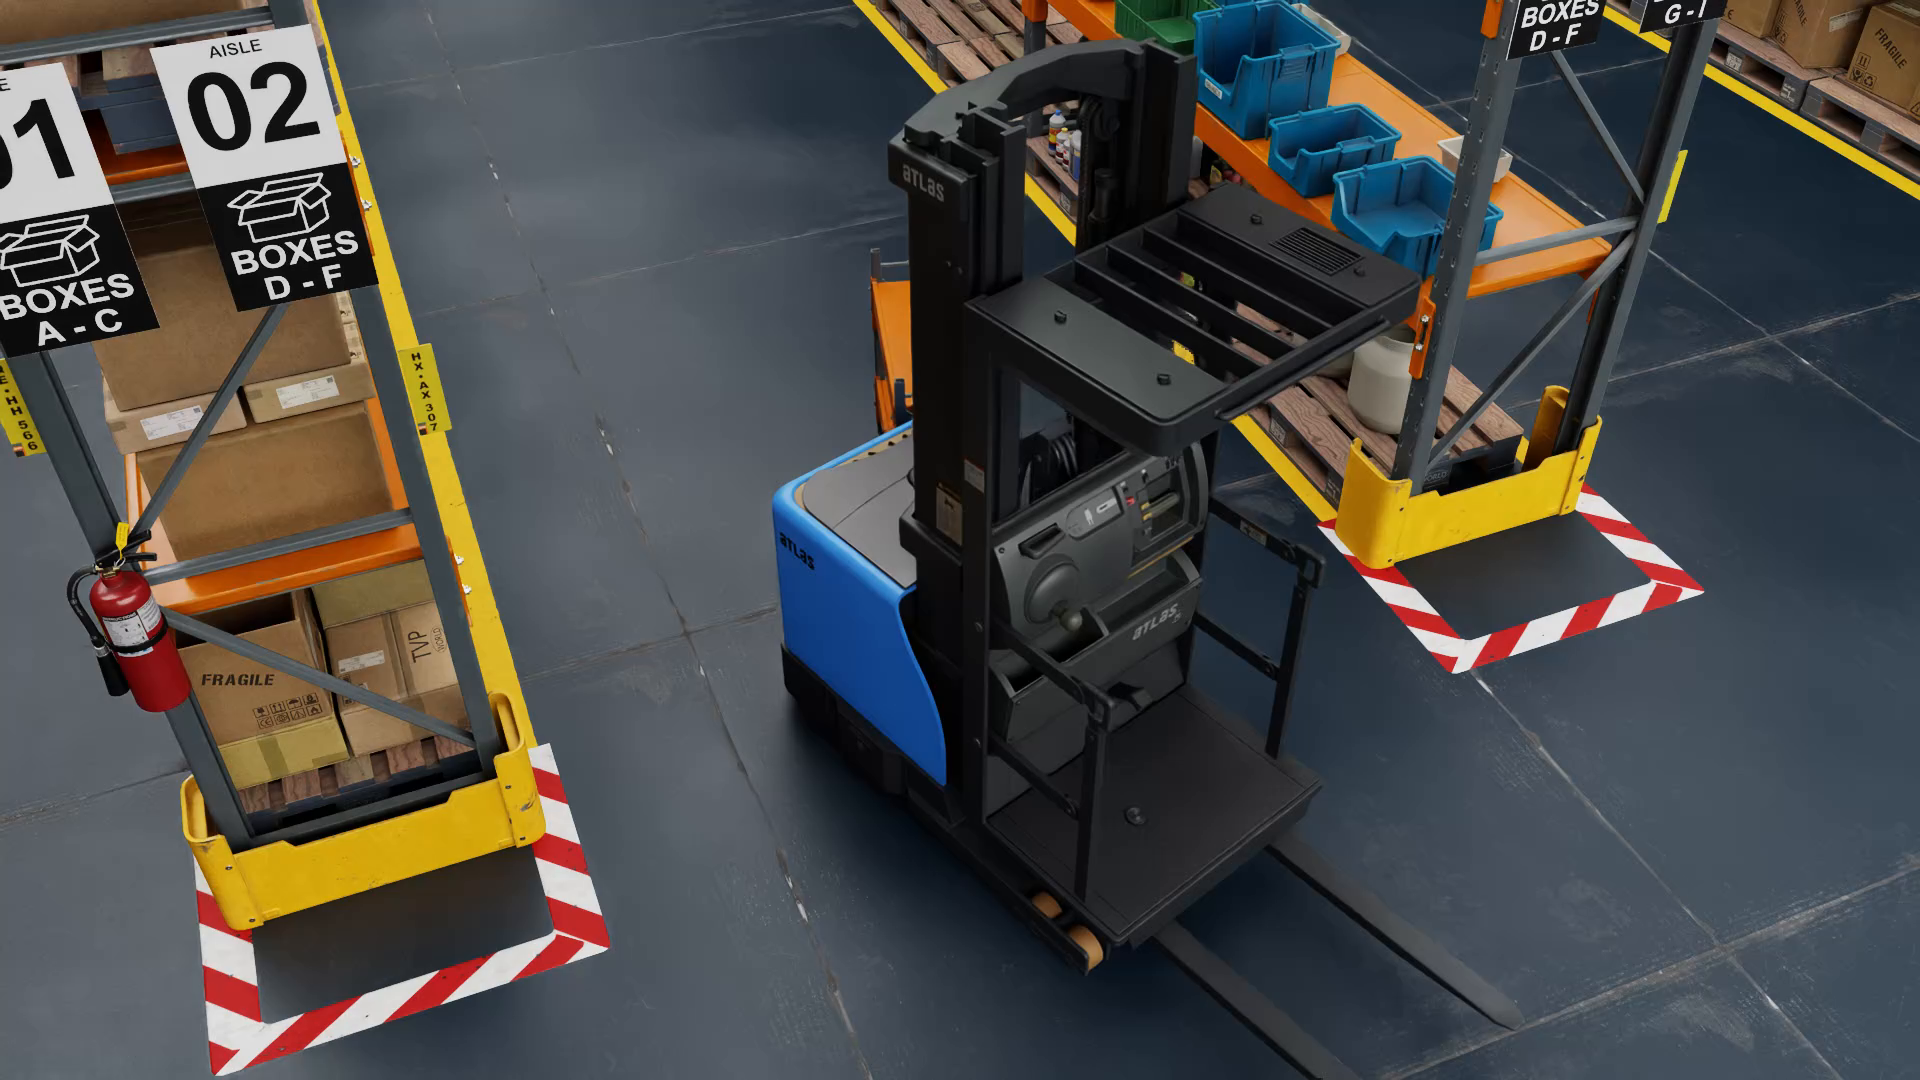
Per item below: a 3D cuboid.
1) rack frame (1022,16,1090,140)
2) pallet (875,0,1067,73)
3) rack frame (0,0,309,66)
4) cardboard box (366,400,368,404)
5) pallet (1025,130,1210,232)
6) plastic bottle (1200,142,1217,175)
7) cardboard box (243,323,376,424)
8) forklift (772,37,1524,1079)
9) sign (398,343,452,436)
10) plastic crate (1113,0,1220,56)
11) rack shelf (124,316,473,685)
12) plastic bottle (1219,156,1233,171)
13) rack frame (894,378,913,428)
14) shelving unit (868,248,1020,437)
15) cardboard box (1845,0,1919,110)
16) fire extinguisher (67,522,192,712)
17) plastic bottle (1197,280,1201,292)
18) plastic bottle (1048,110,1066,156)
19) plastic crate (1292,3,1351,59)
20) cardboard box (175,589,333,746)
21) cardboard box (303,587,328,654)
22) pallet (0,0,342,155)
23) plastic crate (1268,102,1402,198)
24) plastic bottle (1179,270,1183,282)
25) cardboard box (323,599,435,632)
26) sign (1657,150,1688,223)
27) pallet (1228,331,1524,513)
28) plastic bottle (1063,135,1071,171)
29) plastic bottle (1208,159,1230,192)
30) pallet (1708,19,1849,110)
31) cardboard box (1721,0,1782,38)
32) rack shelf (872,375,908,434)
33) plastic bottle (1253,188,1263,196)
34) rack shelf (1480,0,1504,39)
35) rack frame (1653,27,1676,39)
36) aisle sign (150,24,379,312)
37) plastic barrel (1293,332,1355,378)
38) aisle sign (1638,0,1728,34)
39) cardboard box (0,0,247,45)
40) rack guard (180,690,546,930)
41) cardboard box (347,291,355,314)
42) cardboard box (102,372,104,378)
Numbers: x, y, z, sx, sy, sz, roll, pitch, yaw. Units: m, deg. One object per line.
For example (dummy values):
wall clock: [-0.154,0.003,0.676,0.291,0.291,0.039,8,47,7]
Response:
rack frame: [0.865,-3.616,9.574,1.000,3.000,0.127,-15,43,-17]
pallet: [0.058,-3.759,11.878,1.003,0.211,1.213,-15,43,-17]
rack frame: [-2.182,-2.248,3.381,1.000,3.000,0.127,-15,43,-17]
cardboard box: [-2.554,-0.611,6.002,0.700,0.500,0.500,-14,43,-16]
pallet: [1.084,-2.144,10.000,1.003,0.211,1.213,-15,43,-17]
plastic bottle: [1.451,-2.347,9.792,0.144,0.351,0.185,-17,44,-19]
cardboard box: [-2.133,-0.547,5.430,0.380,0.149,0.250,-15,43,-17]
forklift: [0.620,0.040,5.375,1.130,2.935,3.031,-30,49,-30]
sign: [-1.667,-0.466,5.186,0.100,0.325,0.005,-15,43,-17]
plastic crate: [1.124,-2.648,8.610,0.450,0.188,0.662,-15,43,-17]
rack shelf: [-2.947,-0.905,6.973,1.077,0.370,4.000,-15,43,-17]
plastic bottle: [1.575,-2.153,9.566,0.144,0.351,0.185,-15,43,-17]
rack frame: [-0.017,-0.235,7.080,0.500,1.125,0.032,-5,41,-6]
shelving unit: [-0.085,-0.564,7.462,0.538,1.125,1.048,-5,41,-6]
cardboard box: [6.094,-3.115,10.586,0.500,0.500,0.500,-19,44,-21]
fire extinguisher: [-2.566,0.243,5.145,0.296,0.674,0.183,-15,43,-17]
plastic bottle: [1.288,-1.310,8.700,0.097,0.201,0.097,0,41,0]
plastic bottle: [0.582,-2.447,9.969,0.097,0.271,0.097,0,41,0]
plastic crate: [1.721,-2.601,8.596,0.530,0.136,0.437,-15,43,-17]
cardboard box: [-2.662,0.377,6.141,0.500,0.500,0.500,-15,43,-17]
cardboard box: [-2.863,0.362,6.733,0.500,0.250,0.500,-15,43,-17]
pallet: [-2.429,-1.510,4.891,1.003,0.211,1.213,-15,43,-17]
plastic crate: [1.685,-1.770,7.540,0.499,0.251,0.408,-15,43,-17]
plastic bottle: [1.217,-1.497,8.860,0.152,0.276,0.135,-15,43,-17]
cardboard box: [-2.376,0.231,6.886,0.500,0.250,0.500,-15,43,-17]
sign: [2.906,-1.446,6.838,0.100,0.325,0.005,-15,43,-17]
pallet: [2.017,-0.674,8.291,1.003,0.211,1.213,-15,43,-17]
plastic bottle: [0.660,-2.298,9.850,0.097,0.201,0.097,0,41,0]
plastic bottle: [1.490,-2.086,9.540,0.061,0.283,0.133,-15,43,-17]
pallet: [5.731,-3.399,11.459,1.003,0.211,1.213,-15,43,-17]
cardboard box: [5.557,-3.813,11.397,0.500,0.500,0.500,-16,43,-18]
rack shelf: [-0.085,-0.378,7.621,0.538,0.278,1.000,-5,41,-6]
plastic bottle: [1.704,-1.933,9.424,0.097,0.201,0.097,0,41,0]
rack shelf: [1.631,-3.276,7.429,1.077,0.370,4.000,-15,43,-17]
rack frame: [5.441,-4.852,11.010,1.000,3.000,0.127,-15,43,-17]
aisle sign: [-1.874,-0.996,4.532,0.394,0.787,0.004,-15,43,-17]
plastic barrel: [1.882,-1.102,8.236,0.421,0.512,0.421,0,41,0]
aisle sign: [2.694,-2.222,5.958,0.394,0.787,0.004,-15,43,-17]
cardboard box: [-2.398,-1.709,4.547,0.797,0.503,0.637,-12,42,-14]
rack guard: [-2.173,0.989,6.135,1.175,0.500,0.348,-15,43,-17]
cardboard box: [-2.331,-0.856,5.790,0.380,0.149,0.250,-15,43,-17]
cardboard box: [-2.606,-0.597,5.488,0.380,0.149,0.250,-14,43,-16]
